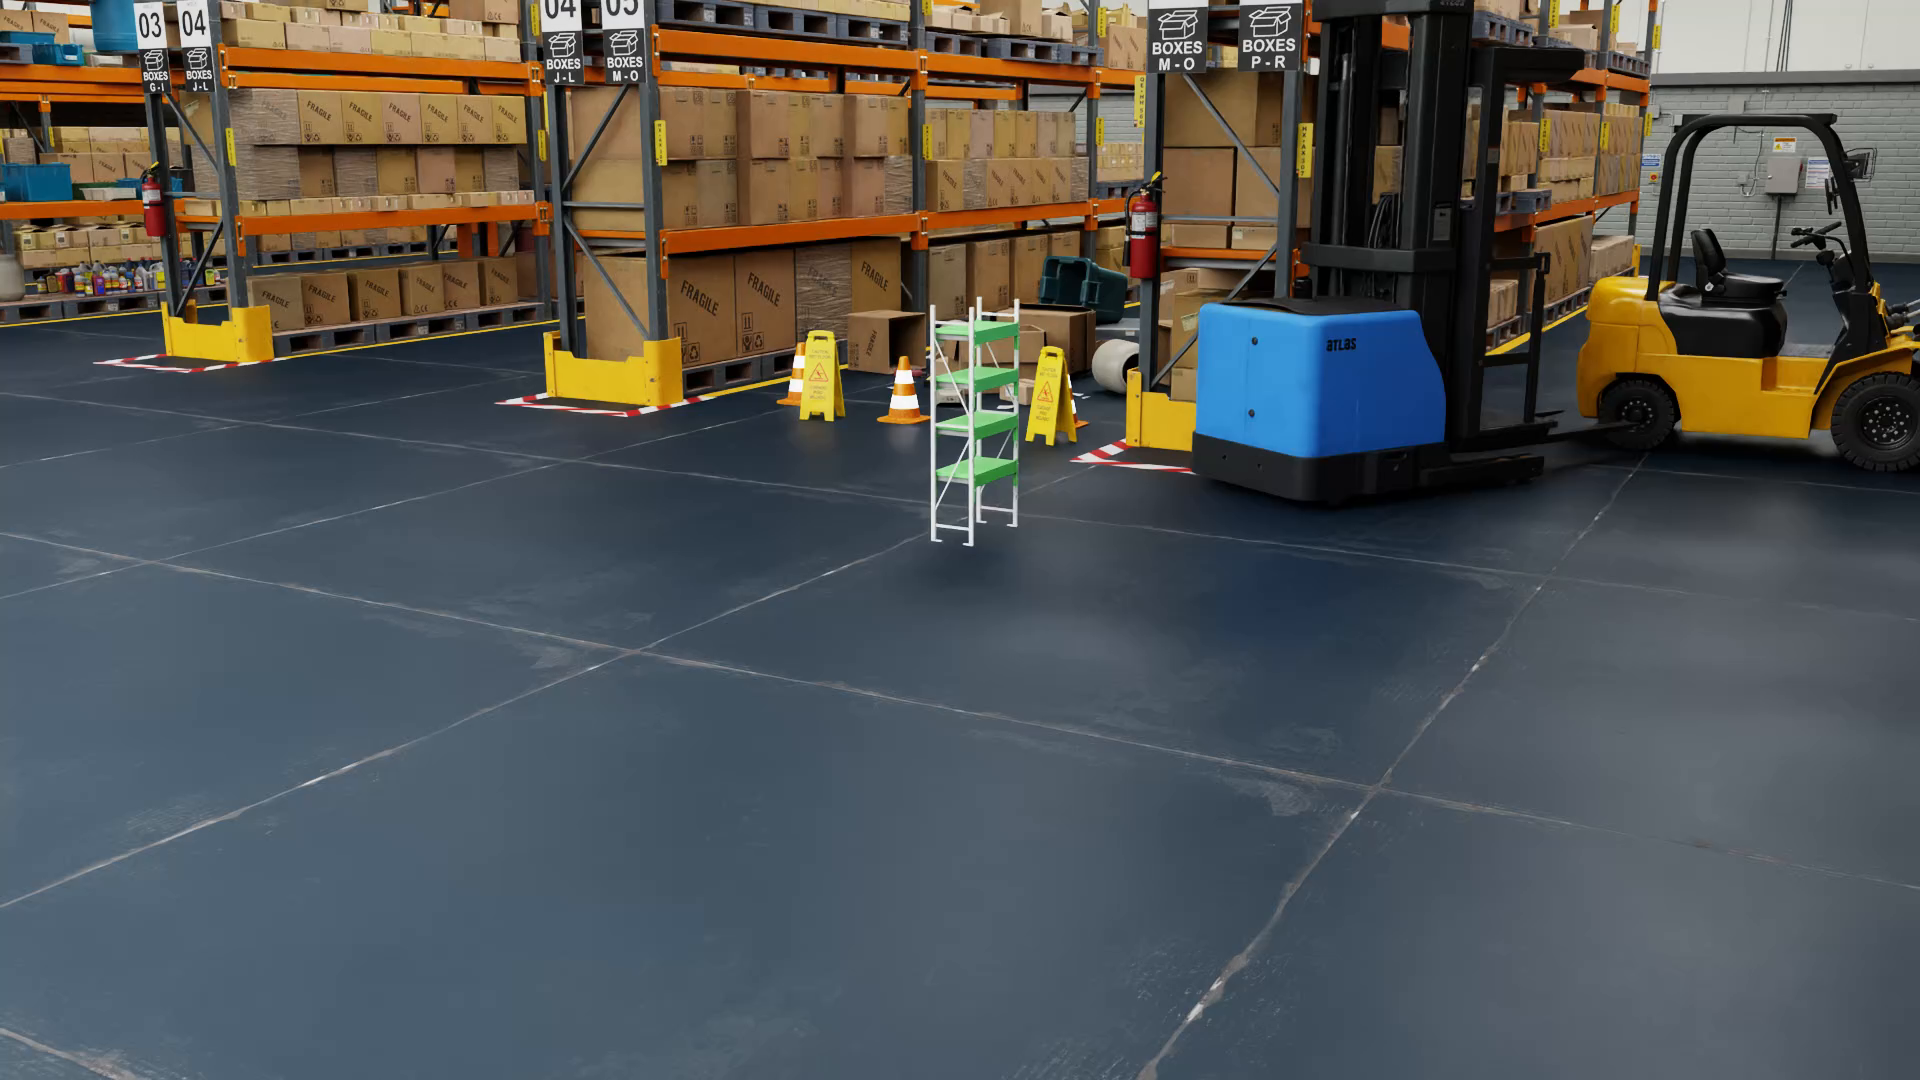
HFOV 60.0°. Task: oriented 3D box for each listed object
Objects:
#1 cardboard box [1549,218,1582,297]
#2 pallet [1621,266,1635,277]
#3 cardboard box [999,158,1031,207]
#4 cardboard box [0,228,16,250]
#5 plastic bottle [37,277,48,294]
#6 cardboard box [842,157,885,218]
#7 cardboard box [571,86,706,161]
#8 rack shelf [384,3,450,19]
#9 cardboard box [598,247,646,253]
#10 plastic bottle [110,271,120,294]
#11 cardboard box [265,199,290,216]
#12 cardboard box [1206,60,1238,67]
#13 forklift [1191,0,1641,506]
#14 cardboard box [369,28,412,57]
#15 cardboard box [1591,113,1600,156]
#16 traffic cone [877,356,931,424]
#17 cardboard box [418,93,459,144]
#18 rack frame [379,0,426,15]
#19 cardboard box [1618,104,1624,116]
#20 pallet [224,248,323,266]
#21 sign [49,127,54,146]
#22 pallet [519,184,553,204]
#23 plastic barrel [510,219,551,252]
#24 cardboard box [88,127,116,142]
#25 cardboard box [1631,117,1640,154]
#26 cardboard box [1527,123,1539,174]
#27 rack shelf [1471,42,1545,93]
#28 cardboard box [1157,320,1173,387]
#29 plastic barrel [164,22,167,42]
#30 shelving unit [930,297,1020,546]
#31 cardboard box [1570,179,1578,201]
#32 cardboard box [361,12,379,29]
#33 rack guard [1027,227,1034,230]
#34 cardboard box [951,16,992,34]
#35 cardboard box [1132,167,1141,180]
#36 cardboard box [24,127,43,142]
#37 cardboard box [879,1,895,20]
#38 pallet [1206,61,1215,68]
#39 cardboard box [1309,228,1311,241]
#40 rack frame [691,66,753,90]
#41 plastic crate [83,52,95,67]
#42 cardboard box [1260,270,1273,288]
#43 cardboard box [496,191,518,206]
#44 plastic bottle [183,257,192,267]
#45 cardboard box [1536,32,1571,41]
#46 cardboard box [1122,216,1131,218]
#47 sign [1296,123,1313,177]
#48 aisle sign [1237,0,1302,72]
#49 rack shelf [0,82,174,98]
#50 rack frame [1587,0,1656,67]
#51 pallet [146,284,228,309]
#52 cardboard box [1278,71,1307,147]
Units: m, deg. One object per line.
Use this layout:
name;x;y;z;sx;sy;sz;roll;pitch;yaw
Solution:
cardboard box;6.792;-3.359;19.705;0.875;0.875;0.875;8;16;30
pallet;9.067;-3.803;23.856;1.003;0.211;1.213;7;15;28
cardboard box;0.425;-3.845;17.871;0.500;0.500;0.500;8;16;29
cardboard box;-13.816;-4.371;24.037;0.500;0.311;0.500;7;15;28
plastic bottle;-10.856;-3.012;19.661;0.097;0.201;0.097;0;14;0
cardboard box;-1.212;-3.290;15.459;0.875;0.550;0.550;7;15;28
cardboard box;-2.518;-3.258;13.024;0.875;0.550;0.550;7;15;28
rack shelf;-8.927;-9.732;31.242;1.077;0.370;4.000;7;15;28
cardboard box;-4.258;-3.325;20.319;0.700;0.500;0.500;6;15;23
plastic bottle;-9.997;-3.048;19.657;0.097;0.271;0.097;0;14;0
cardboard box;-6.540;-3.130;15.652;0.380;0.149;0.250;7;15;28
cardboard box;3.525;-6.501;23.019;0.500;0.250;0.500;8;16;31
forklift;2.908;-1.844;9.928;3.031;2.935;1.130;-8;16;-30
cardboard box;-5.831;-4.941;16.549;0.500;0.250;0.500;8;16;30
cardboard box;7.456;-4.925;20.216;0.500;0.500;0.500;8;16;30
traffic cone;-0.407;-1.106;12.133;0.336;0.463;0.334;7;15;28
cardboard box;-5.551;-4.343;17.165;0.500;0.500;0.500;7;15;28
rack frame;-9.893;-9.673;29.456;1.000;3.000;0.127;7;15;28
cardboard box;8.584;-5.706;22.072;0.380;0.149;0.250;7;15;28
pallet;-11.433;-4.729;27.699;1.003;0.211;1.213;7;15;28
sign;-15.686;-6.961;28.706;0.100;0.325;0.005;7;15;28
pallet;-4.594;-4.039;19.297;1.003;0.211;1.213;7;15;28
plastic barrel;-6.725;-4.740;26.043;0.600;0.588;0.708;7;15;28
cardboard box;-15.461;-7.238;29.666;0.500;0.250;0.500;7;15;27
cardboard box;9.134;-5.629;23.137;0.500;0.500;0.500;7;15;28
cardboard box;5.542;-3.962;16.825;0.500;0.500;0.500;7;15;26
rack shelf;4.551;-4.388;15.470;1.077;0.370;4.000;7;15;28
cardboard box;1.875;-1.590;14.055;0.500;0.500;0.500;-5;14;-20
plastic barrel;-9.807;-6.204;20.332;0.421;0.512;0.421;0;14;0
shelving unit;0.080;-0.617;8.534;0.258;1.200;0.503;7;15;28
cardboard box;6.948;-4.111;19.507;0.500;0.250;0.500;7;15;27
cardboard box;-5.950;-5.100;16.358;0.380;0.149;0.250;7;15;27
rack guard;0.722;-5.244;29.217;1.175;0.500;0.348;7;15;28
cardboard box;0.107;-5.256;16.962;0.380;0.149;0.250;7;15;28
cardboard box;2.045;-4.602;20.861;0.380;0.149;0.250;8;16;30
cardboard box;-16.173;-7.186;29.451;0.500;0.250;0.500;8;16;30
cardboard box;-0.816;-4.836;15.217;0.380;0.149;0.250;8;16;29
pallet;2.678;-6.303;22.278;1.213;0.211;1.003;7;15;28
cardboard box;2.305;-2.071;11.261;0.380;0.149;0.250;7;15;26
rack frame;-3.157;-4.813;22.096;1.000;3.000;0.127;7;15;28
plastic crate;-10.428;-5.616;19.478;0.336;0.188;0.450;7;15;28
cardboard box;2.053;-1.924;12.101;0.380;0.149;0.250;8;16;29
cardboard box;-5.067;-3.742;18.192;0.380;0.149;0.250;7;15;28
plastic bottle;-9.612;-3.331;20.663;0.144;0.351;0.185;7;15;28
cardboard box;6.669;-5.654;18.790;0.380;0.166;0.250;9;16;33
cardboard box;2.481;-4.282;22.734;0.500;0.250;0.500;7;15;26
sign;2.126;-2.408;10.274;0.100;0.325;0.005;7;15;28
aisle sign;1.892;-3.265;10.128;0.394;0.787;0.004;7;15;28
rack shelf;-12.794;-6.634;24.786;1.077;0.370;4.000;7;15;28
rack frame;9.385;-8.248;23.544;1.000;3.000;0.127;7;15;28
pallet;-9.788;-3.065;20.795;1.003;0.211;1.213;7;15;28
cardboard box;1.958;-2.960;11.431;0.700;0.500;0.500;8;15;29
